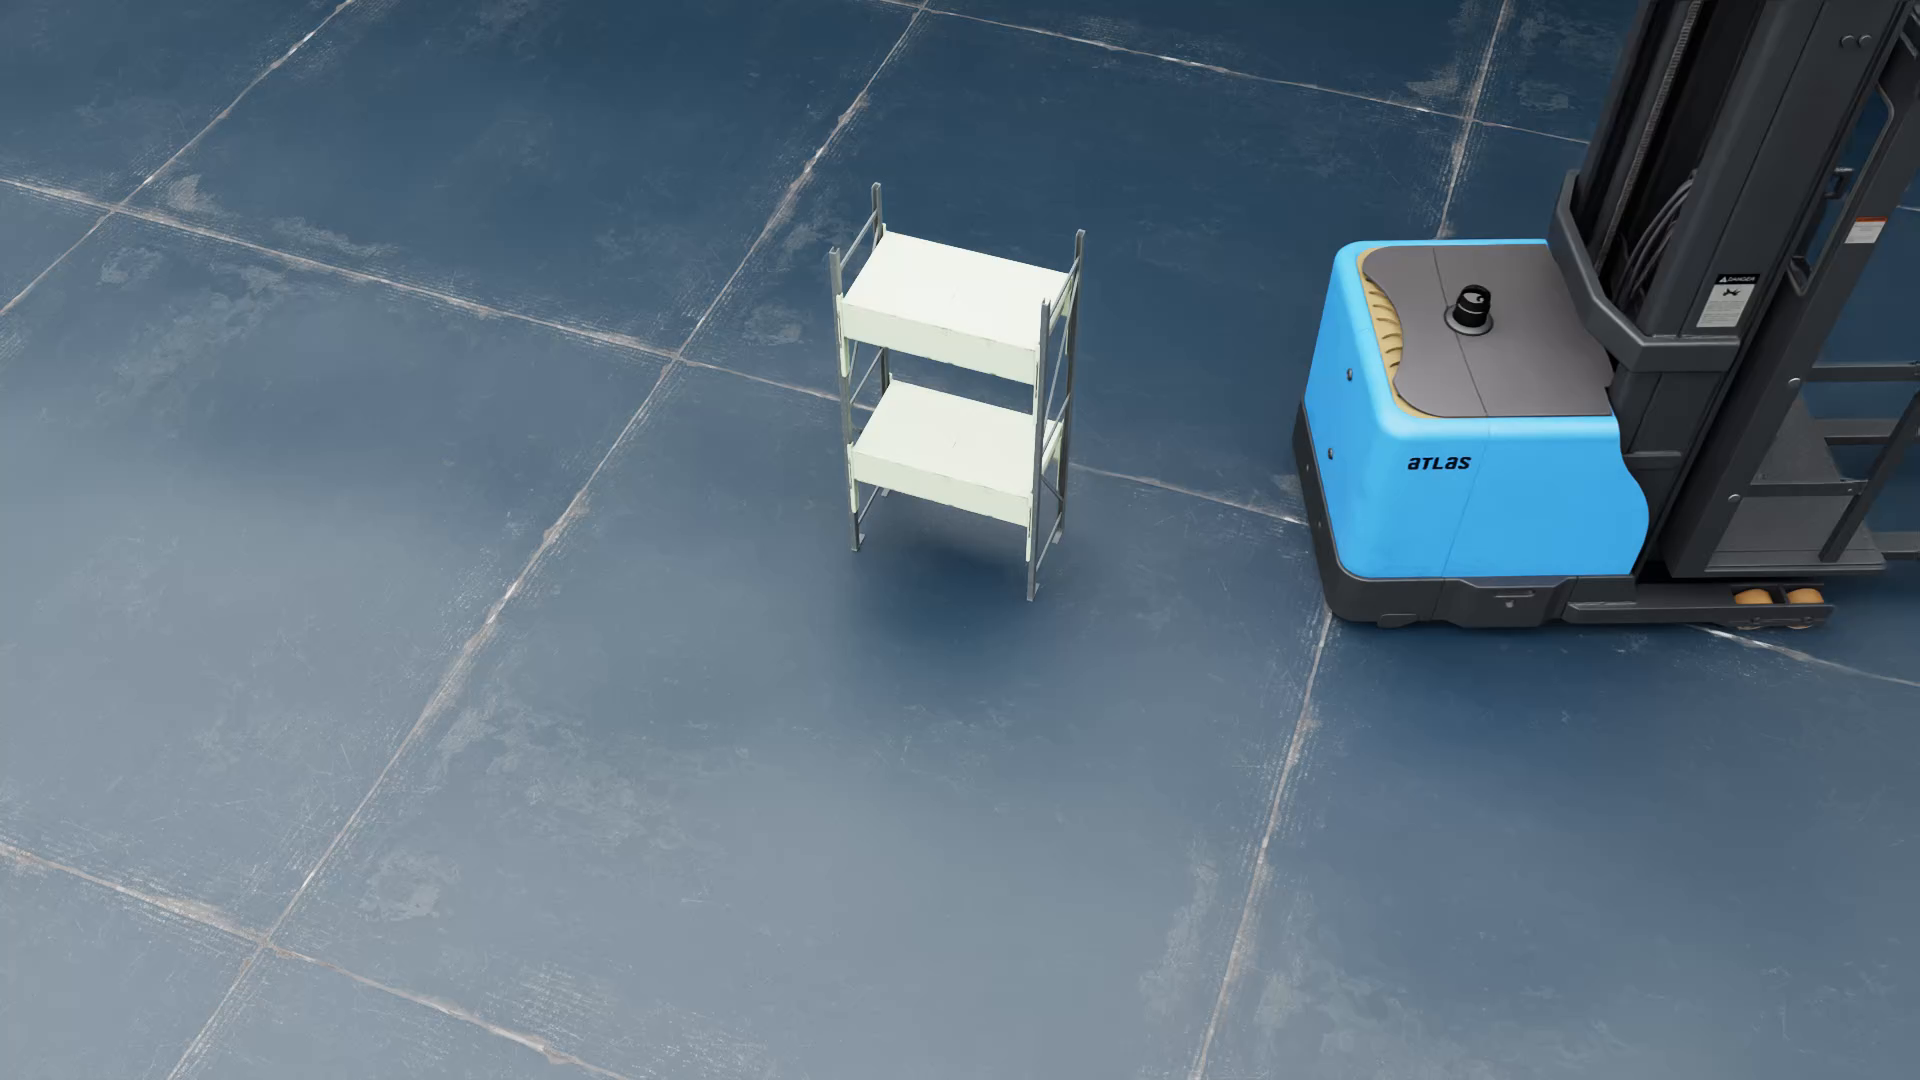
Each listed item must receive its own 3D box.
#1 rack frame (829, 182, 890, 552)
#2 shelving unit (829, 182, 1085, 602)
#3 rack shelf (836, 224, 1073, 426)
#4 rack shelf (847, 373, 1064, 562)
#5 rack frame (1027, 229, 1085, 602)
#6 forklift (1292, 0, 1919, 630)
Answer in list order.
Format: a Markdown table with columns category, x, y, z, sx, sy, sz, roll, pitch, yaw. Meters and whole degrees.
| category | x | y | z | sx | sy | sz | roll | pitch | yaw |
| --- | --- | --- | --- | --- | --- | --- | --- | --- | --- |
| rack frame | -0.350 | -0.589 | 6.134 | 0.023 | 1.500 | 0.400 | 16 | 51 | 13 |
| shelving unit | -0.006 | -0.493 | 6.051 | 0.755 | 1.500 | 0.431 | 16 | 51 | 13 |
| rack shelf | -0.006 | -0.749 | 5.756 | 0.720 | 0.370 | 0.431 | 16 | 51 | 13 |
| rack shelf | -0.006 | -0.279 | 6.298 | 0.720 | 0.370 | 0.431 | 16 | 51 | 13 |
| rack frame | 0.337 | -0.397 | 5.968 | 0.023 | 1.500 | 0.400 | 16 | 51 | 13 |
| forklift | 2.896 | -1.023 | 5.564 | 3.031 | 2.935 | 1.130 | -1 | 49 | -1 |
